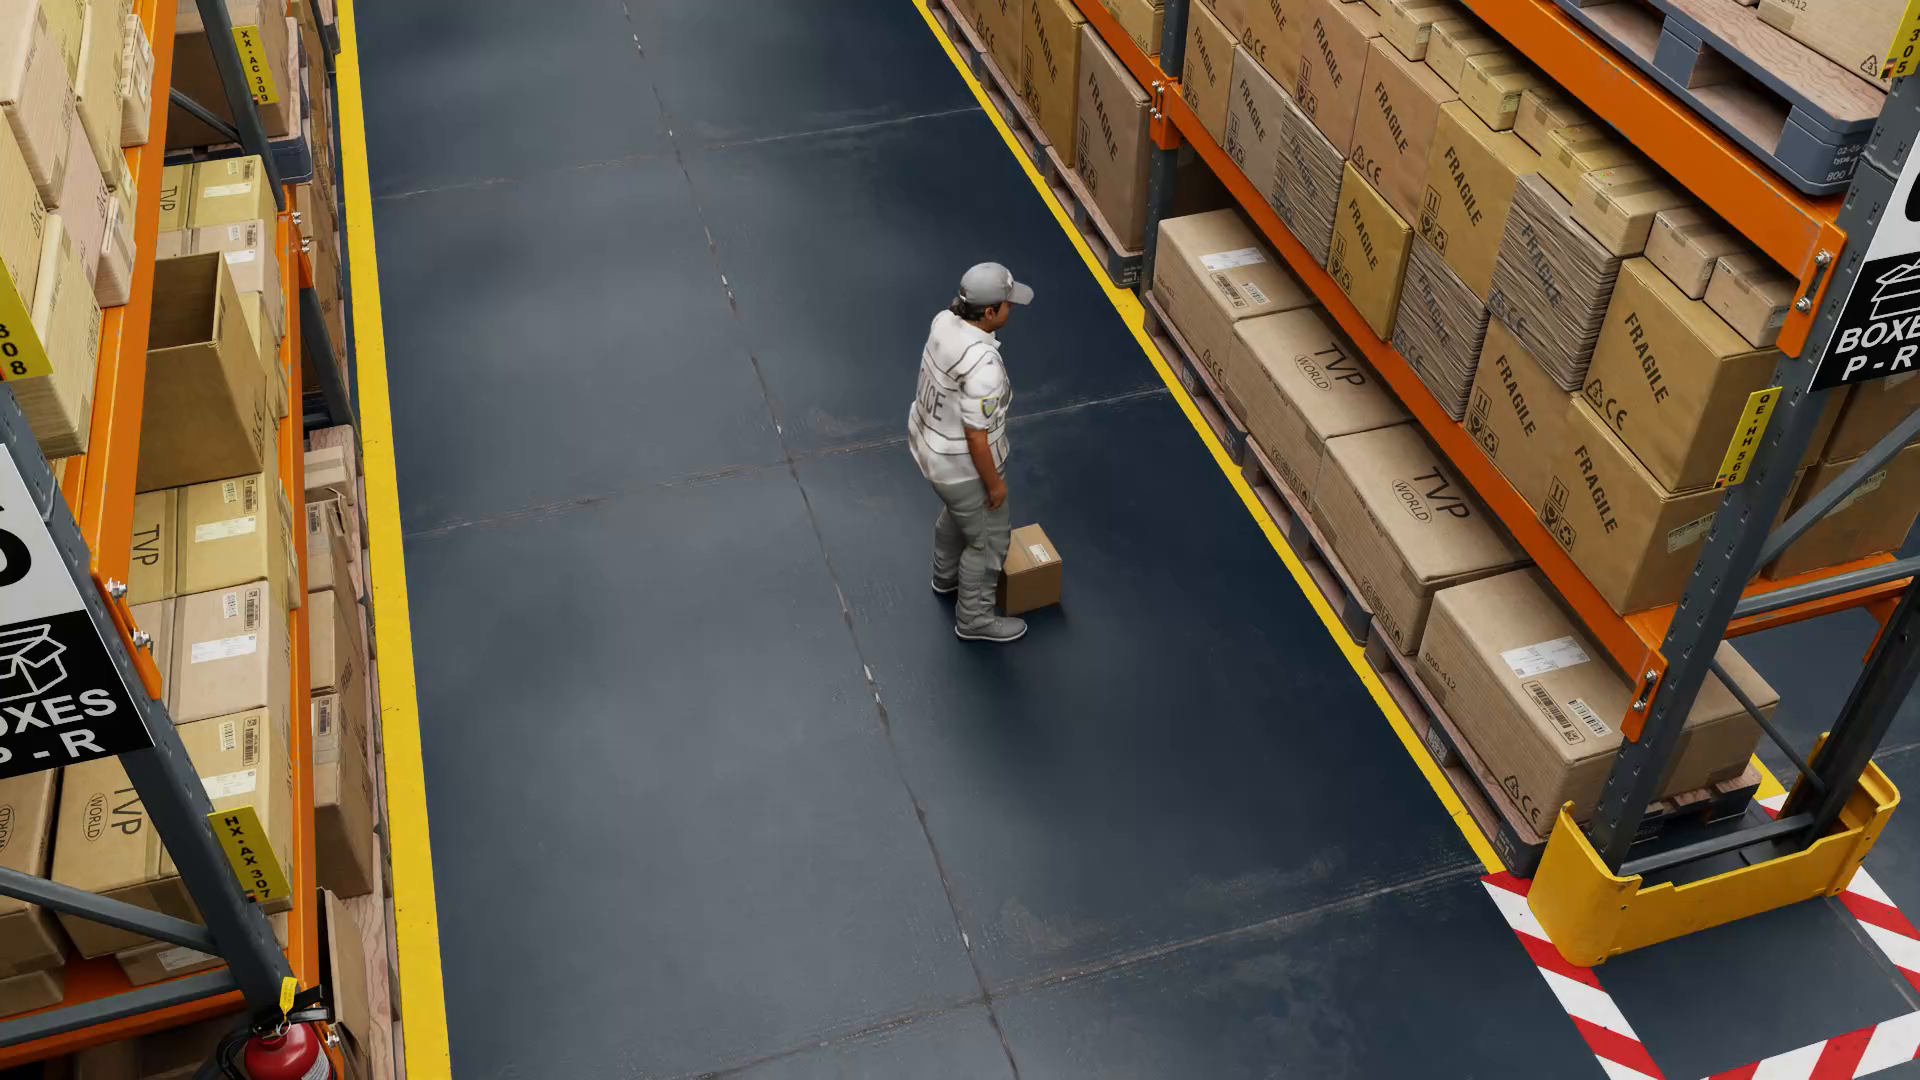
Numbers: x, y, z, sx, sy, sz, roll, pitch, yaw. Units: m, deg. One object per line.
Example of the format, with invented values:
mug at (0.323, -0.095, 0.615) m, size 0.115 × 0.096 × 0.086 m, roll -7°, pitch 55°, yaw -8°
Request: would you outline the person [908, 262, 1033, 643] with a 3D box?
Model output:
person at (0.053, -0.341, 6.529) m, size 0.467 × 1.665 × 0.538 m, roll -13°, pitch 44°, yaw -14°
